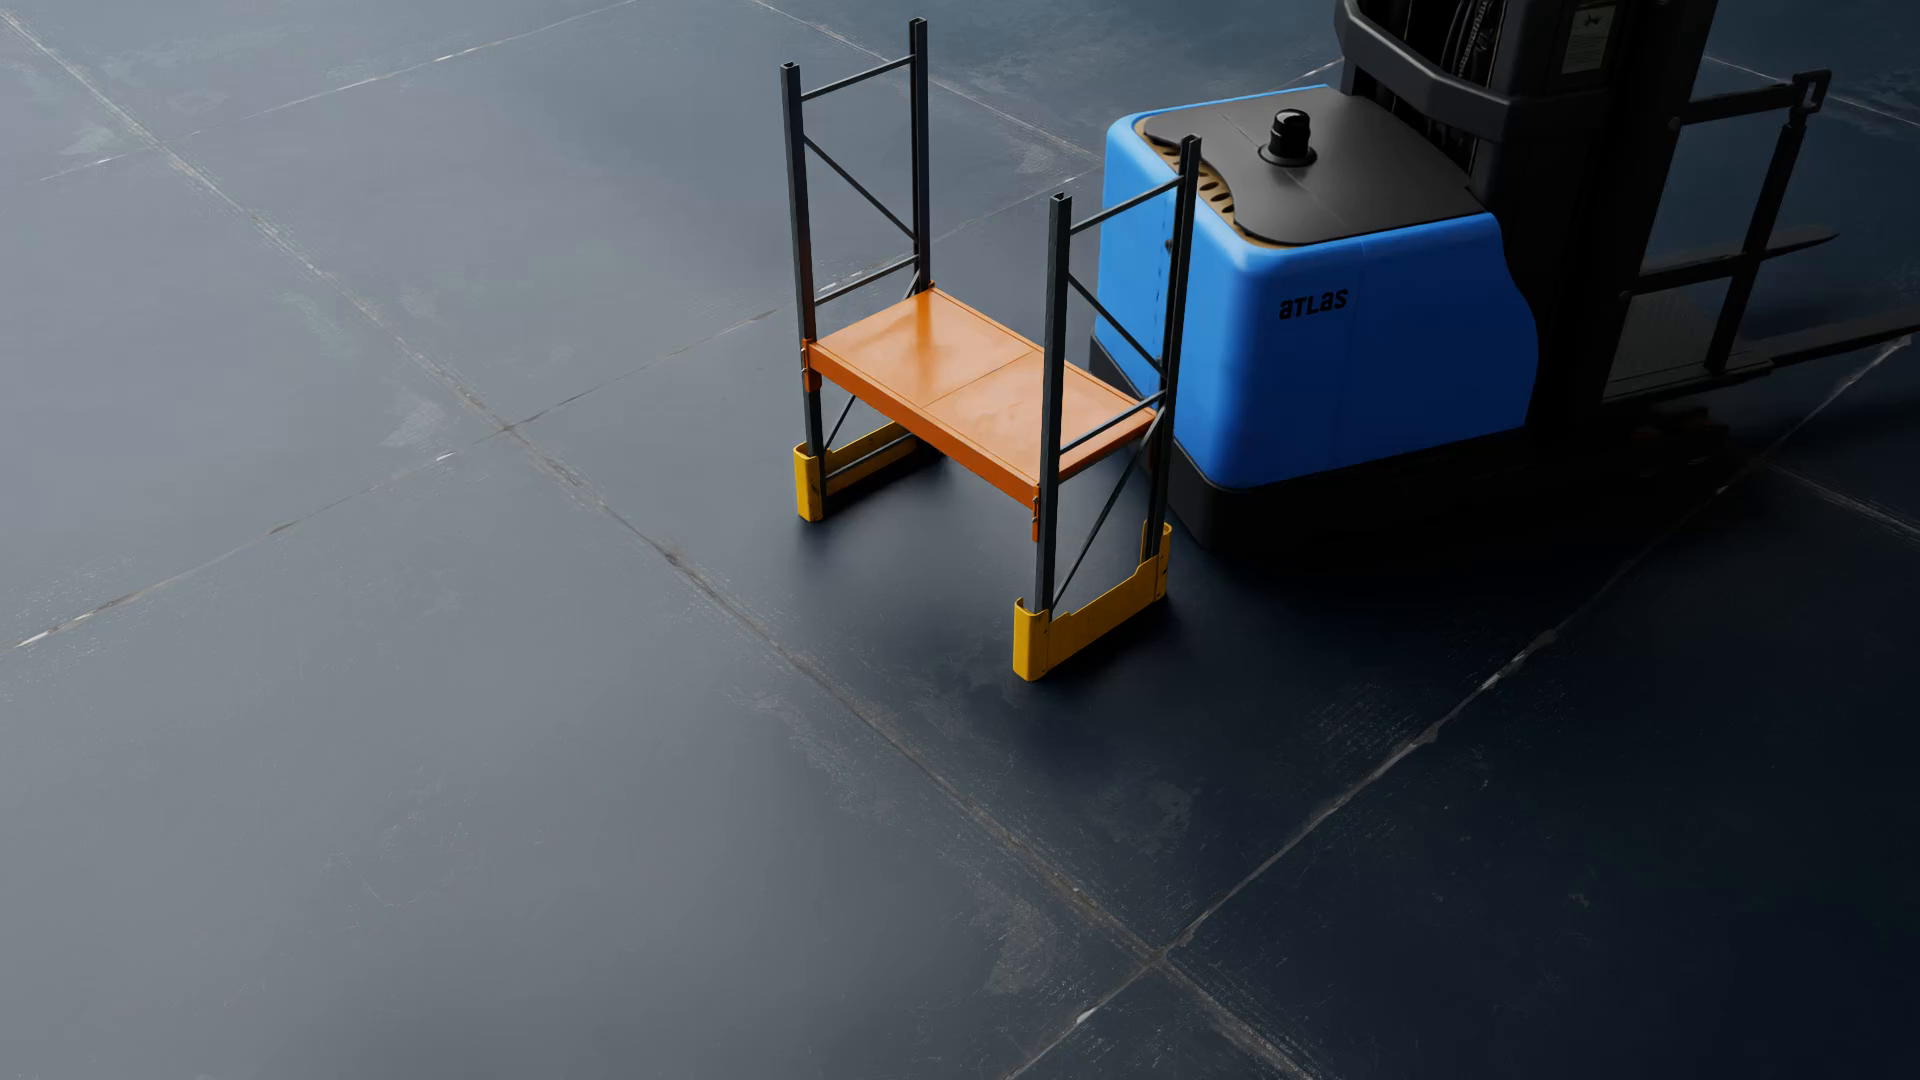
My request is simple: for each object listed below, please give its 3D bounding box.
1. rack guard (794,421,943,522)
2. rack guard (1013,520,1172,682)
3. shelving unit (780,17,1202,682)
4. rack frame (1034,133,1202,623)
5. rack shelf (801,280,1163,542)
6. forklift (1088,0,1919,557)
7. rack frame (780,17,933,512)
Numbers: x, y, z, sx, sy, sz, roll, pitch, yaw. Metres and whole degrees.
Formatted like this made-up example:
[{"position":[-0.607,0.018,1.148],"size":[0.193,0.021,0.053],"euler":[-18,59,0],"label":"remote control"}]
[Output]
[{"position":[-0.285,-0.292,5.413],"size":[0.587,0.250,0.087],"euler":[-30,48,-32],"label":"rack guard"},{"position":[0.388,0.169,4.842],"size":[0.587,0.250,0.087],"euler":[-30,48,-32],"label":"rack guard"},{"position":[0.052,-0.548,4.735],"size":[0.587,1.500,1.083],"euler":[-30,48,-32],"label":"shelving unit"},{"position":[0.402,-0.309,4.439],"size":[0.500,1.500,0.032],"euler":[-30,48,-32],"label":"rack frame"},{"position":[0.058,-0.404,4.843],"size":[0.538,0.185,1.000],"euler":[-30,48,-32],"label":"rack shelf"},{"position":[2.015,-1.650,4.961],"size":[3.031,2.935,1.130],"euler":[-13,41,-15],"label":"forklift"},{"position":[-0.286,-0.779,5.021],"size":[0.500,1.500,0.032],"euler":[-30,48,-32],"label":"rack frame"}]
